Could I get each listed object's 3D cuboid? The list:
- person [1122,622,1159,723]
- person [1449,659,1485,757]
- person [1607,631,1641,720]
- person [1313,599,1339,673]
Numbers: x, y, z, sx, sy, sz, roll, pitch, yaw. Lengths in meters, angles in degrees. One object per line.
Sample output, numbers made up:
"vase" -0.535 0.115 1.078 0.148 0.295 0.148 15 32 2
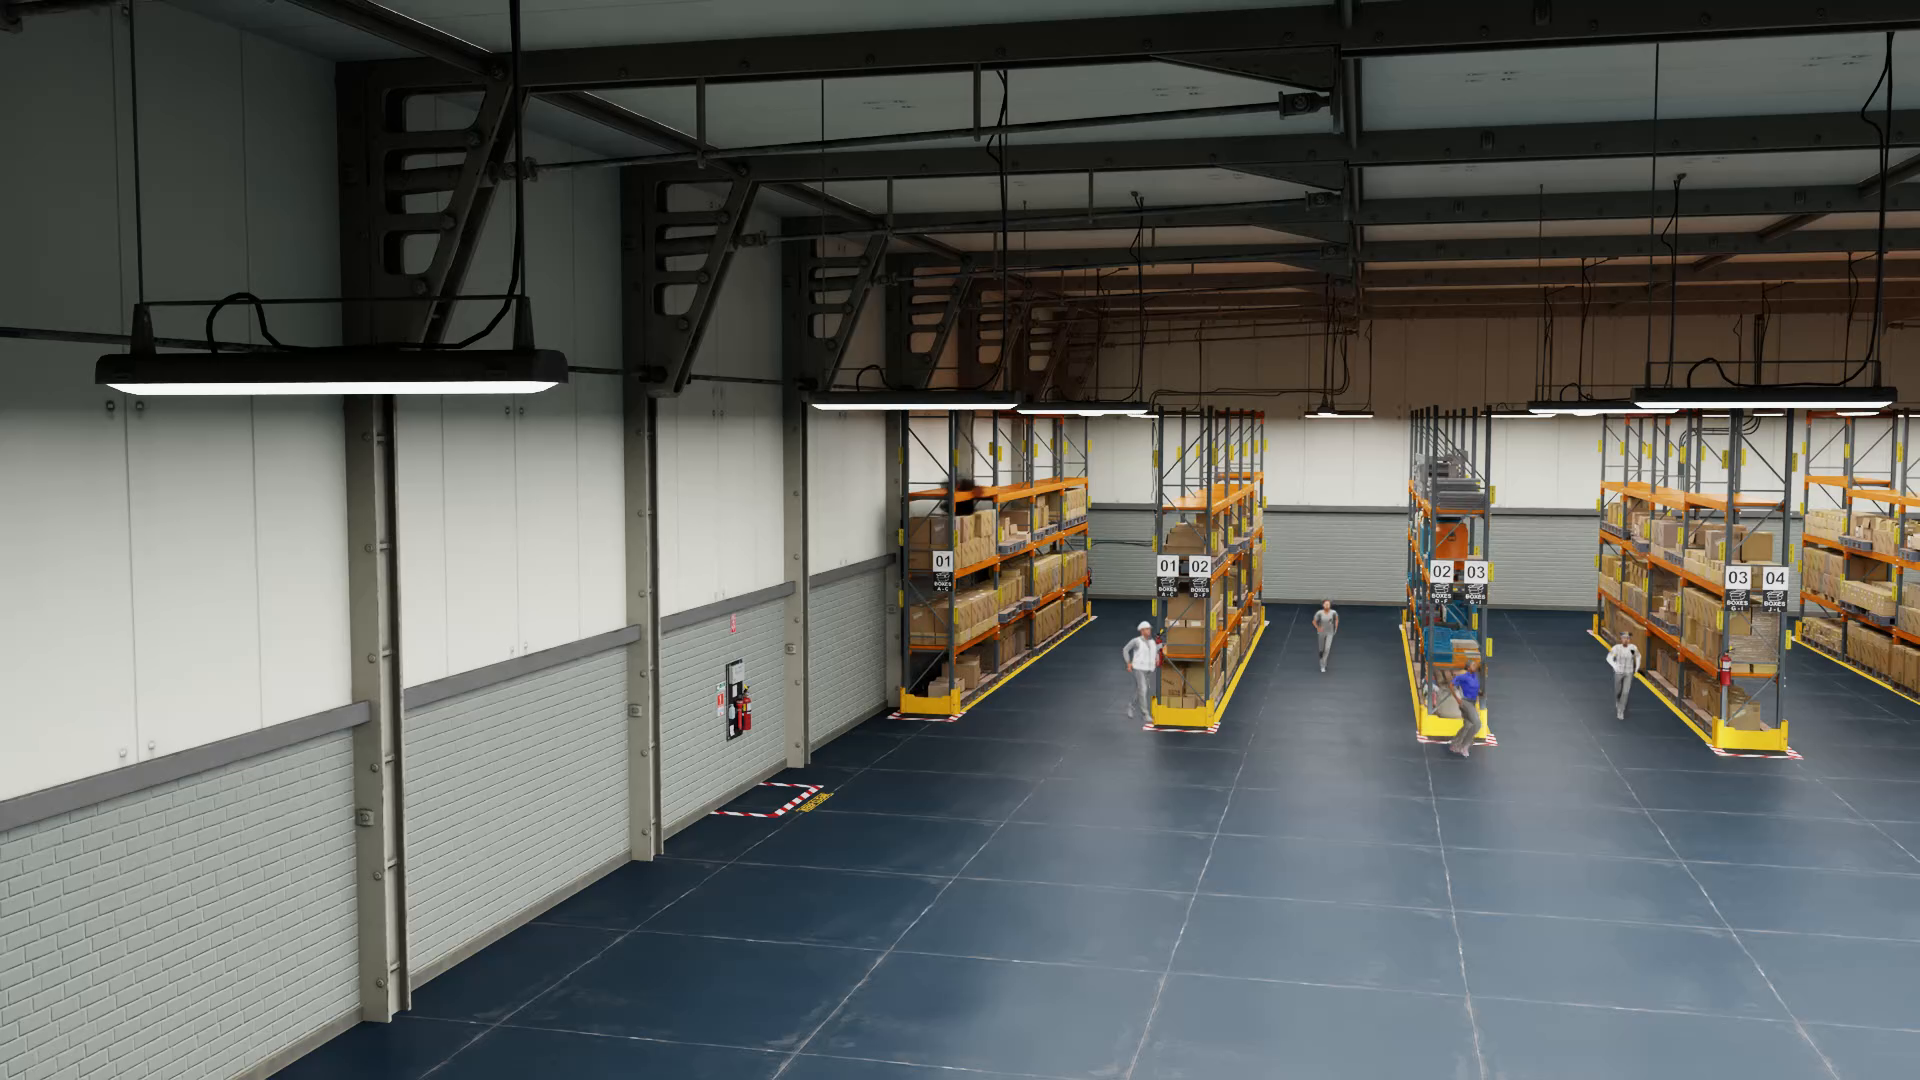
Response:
"person" 3.383 2.395 30.373 0.683 1.791 0.821 -3 5 -33
"person" 8.719 2.875 28.495 0.610 1.650 0.592 3 5 38
"person" 12.870 2.584 32.243 0.641 1.685 0.891 1 4 17
"person" 8.396 2.175 38.177 0.589 1.651 0.888 1 4 8
